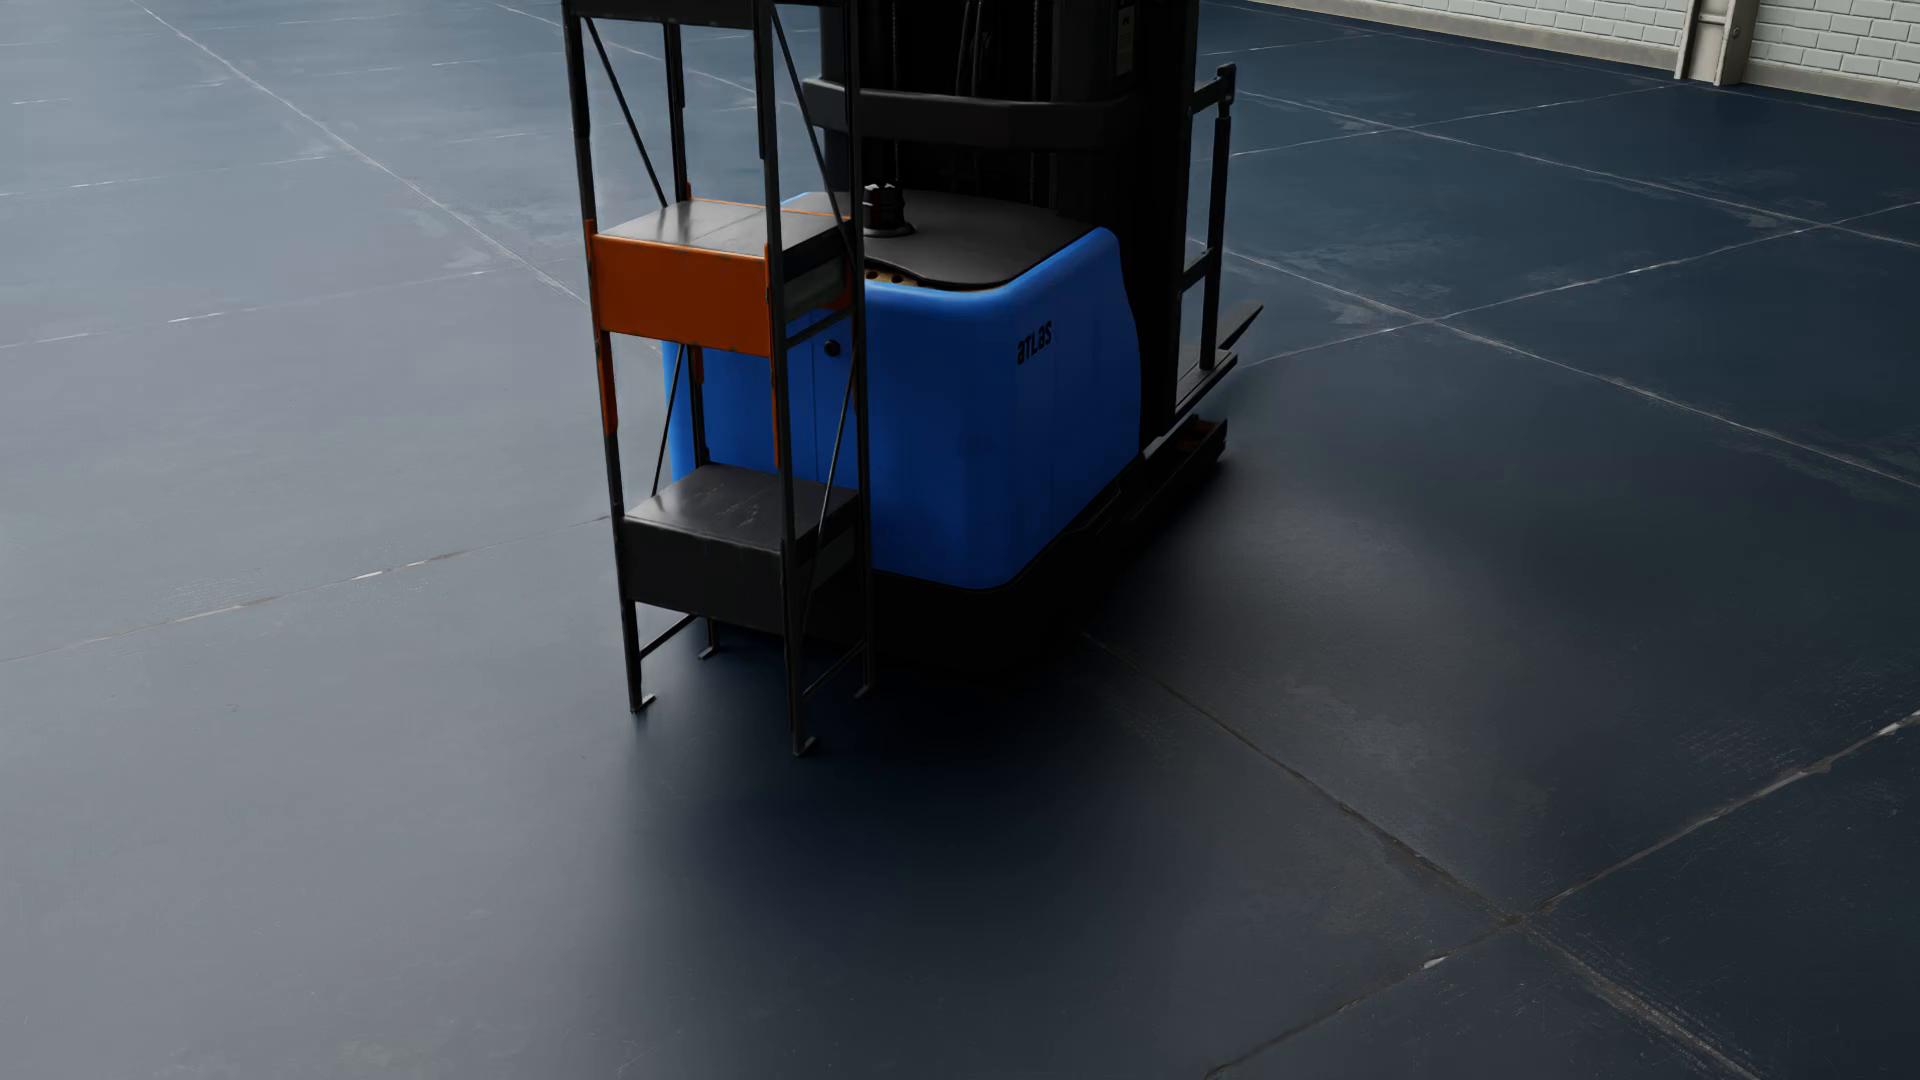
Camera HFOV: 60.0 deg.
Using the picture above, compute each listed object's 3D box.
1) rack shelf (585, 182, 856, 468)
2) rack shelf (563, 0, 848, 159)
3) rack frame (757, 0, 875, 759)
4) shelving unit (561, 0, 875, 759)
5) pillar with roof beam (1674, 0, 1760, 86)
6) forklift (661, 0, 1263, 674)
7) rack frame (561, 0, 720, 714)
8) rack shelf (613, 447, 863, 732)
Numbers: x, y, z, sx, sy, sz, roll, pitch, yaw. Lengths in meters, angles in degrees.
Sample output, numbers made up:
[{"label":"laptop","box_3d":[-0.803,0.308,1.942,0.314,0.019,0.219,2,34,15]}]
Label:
[{"label":"rack shelf","box_3d":[-0.539,-0.520,3.924,0.480,0.518,0.431,12,28,23]},{"label":"rack shelf","box_3d":[-0.539,-1.153,3.626,0.480,0.518,0.431,12,28,23]},{"label":"rack frame","box_3d":[-0.319,-0.488,3.823,0.015,2.100,0.400,12,28,23]},{"label":"shelving unit","box_3d":[-0.539,-0.533,3.919,0.503,2.100,0.431,12,28,23]},{"label":"pillar with roof beam","box_3d":[2.103,-6.575,8.636,9.100,9.000,0.400,-16,29,-30]},{"label":"forklift","box_3d":[0.279,-1.575,5.152,1.130,2.935,3.031,12,28,23]},{"label":"rack frame","box_3d":[-0.760,-0.578,4.014,0.015,2.100,0.400,12,28,23]},{"label":"rack shelf","box_3d":[-0.539,0.113,4.223,0.480,0.518,0.431,12,28,23]}]
